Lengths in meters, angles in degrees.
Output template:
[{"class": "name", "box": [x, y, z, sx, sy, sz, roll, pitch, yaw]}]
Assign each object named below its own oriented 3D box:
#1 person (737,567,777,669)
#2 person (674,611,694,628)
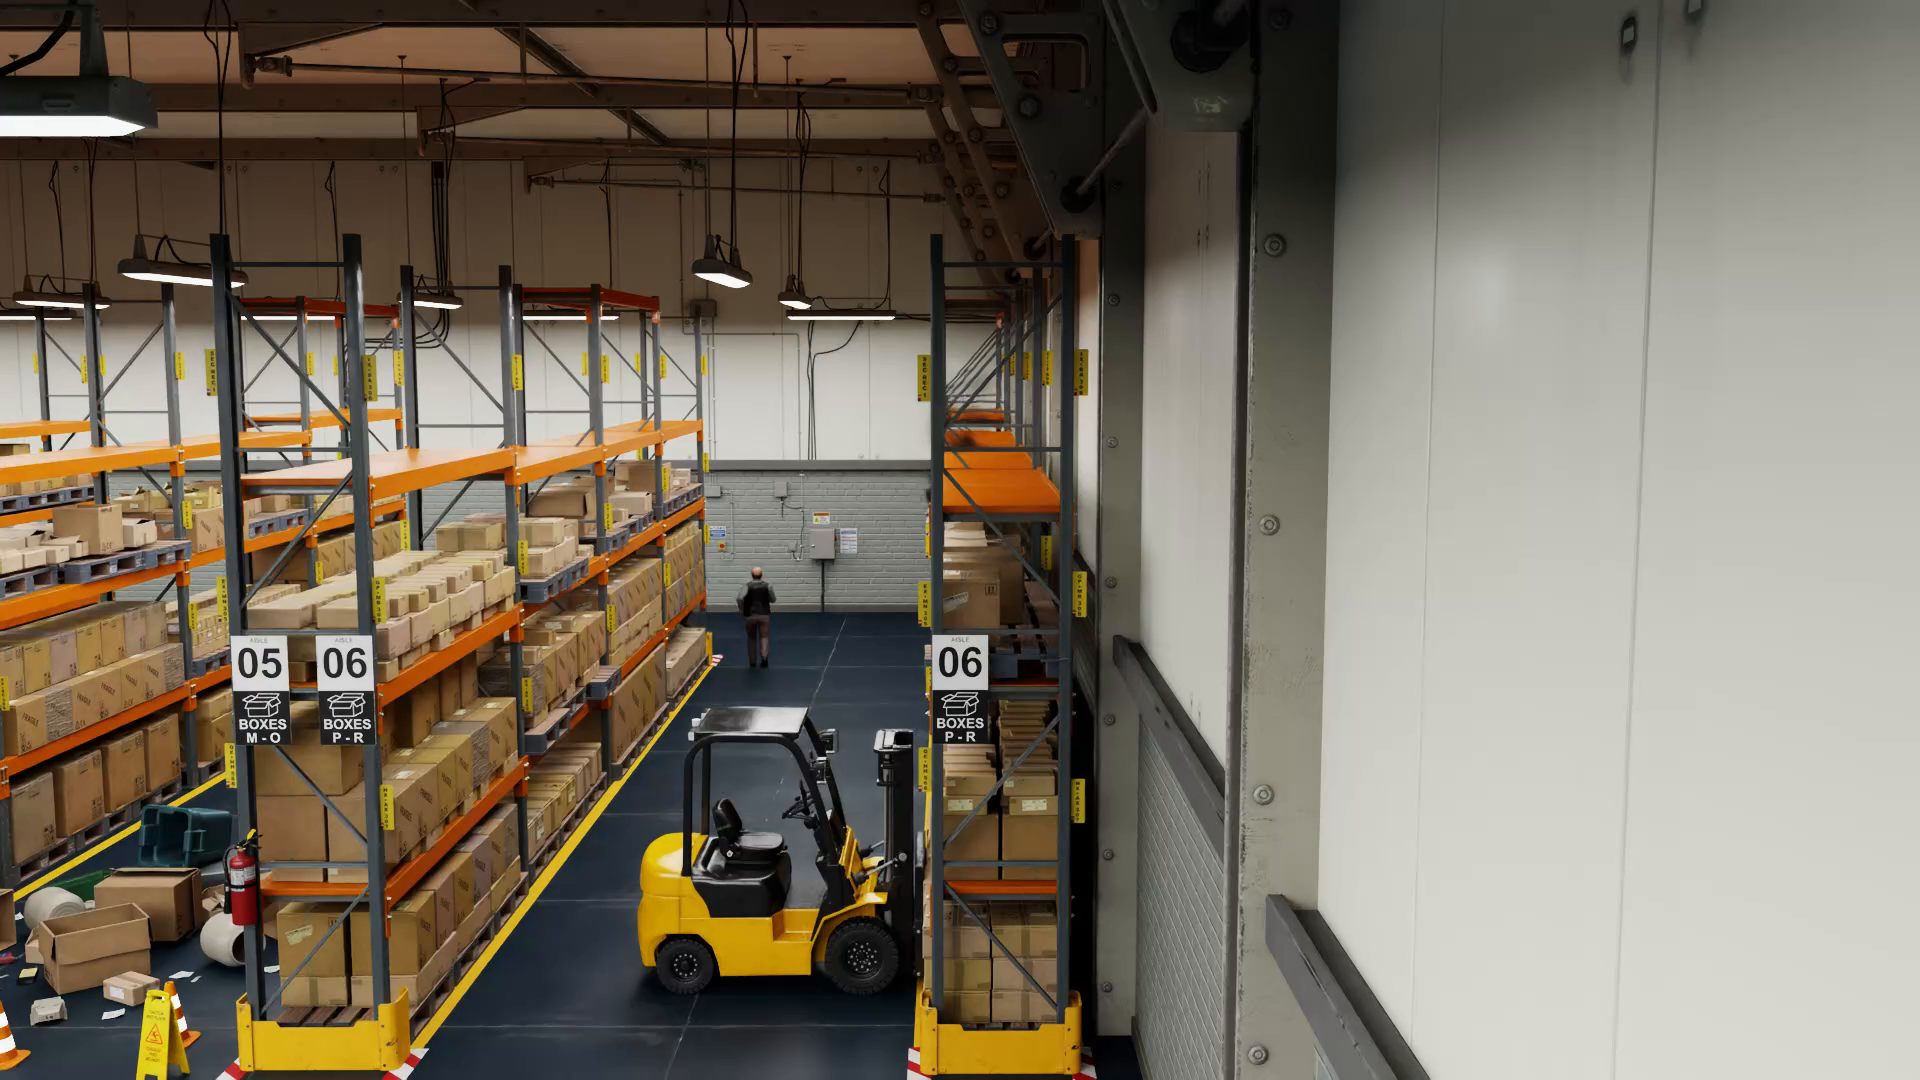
[{"class": "person", "box": [-3.335, 1.279, 27.307, 0.660, 1.701, 0.939, -1, 6, -10]}, {"class": "person", "box": [-4.969, 1.096, 29.238, 0.661, 1.734, 0.811, 2, 7, 15]}]
